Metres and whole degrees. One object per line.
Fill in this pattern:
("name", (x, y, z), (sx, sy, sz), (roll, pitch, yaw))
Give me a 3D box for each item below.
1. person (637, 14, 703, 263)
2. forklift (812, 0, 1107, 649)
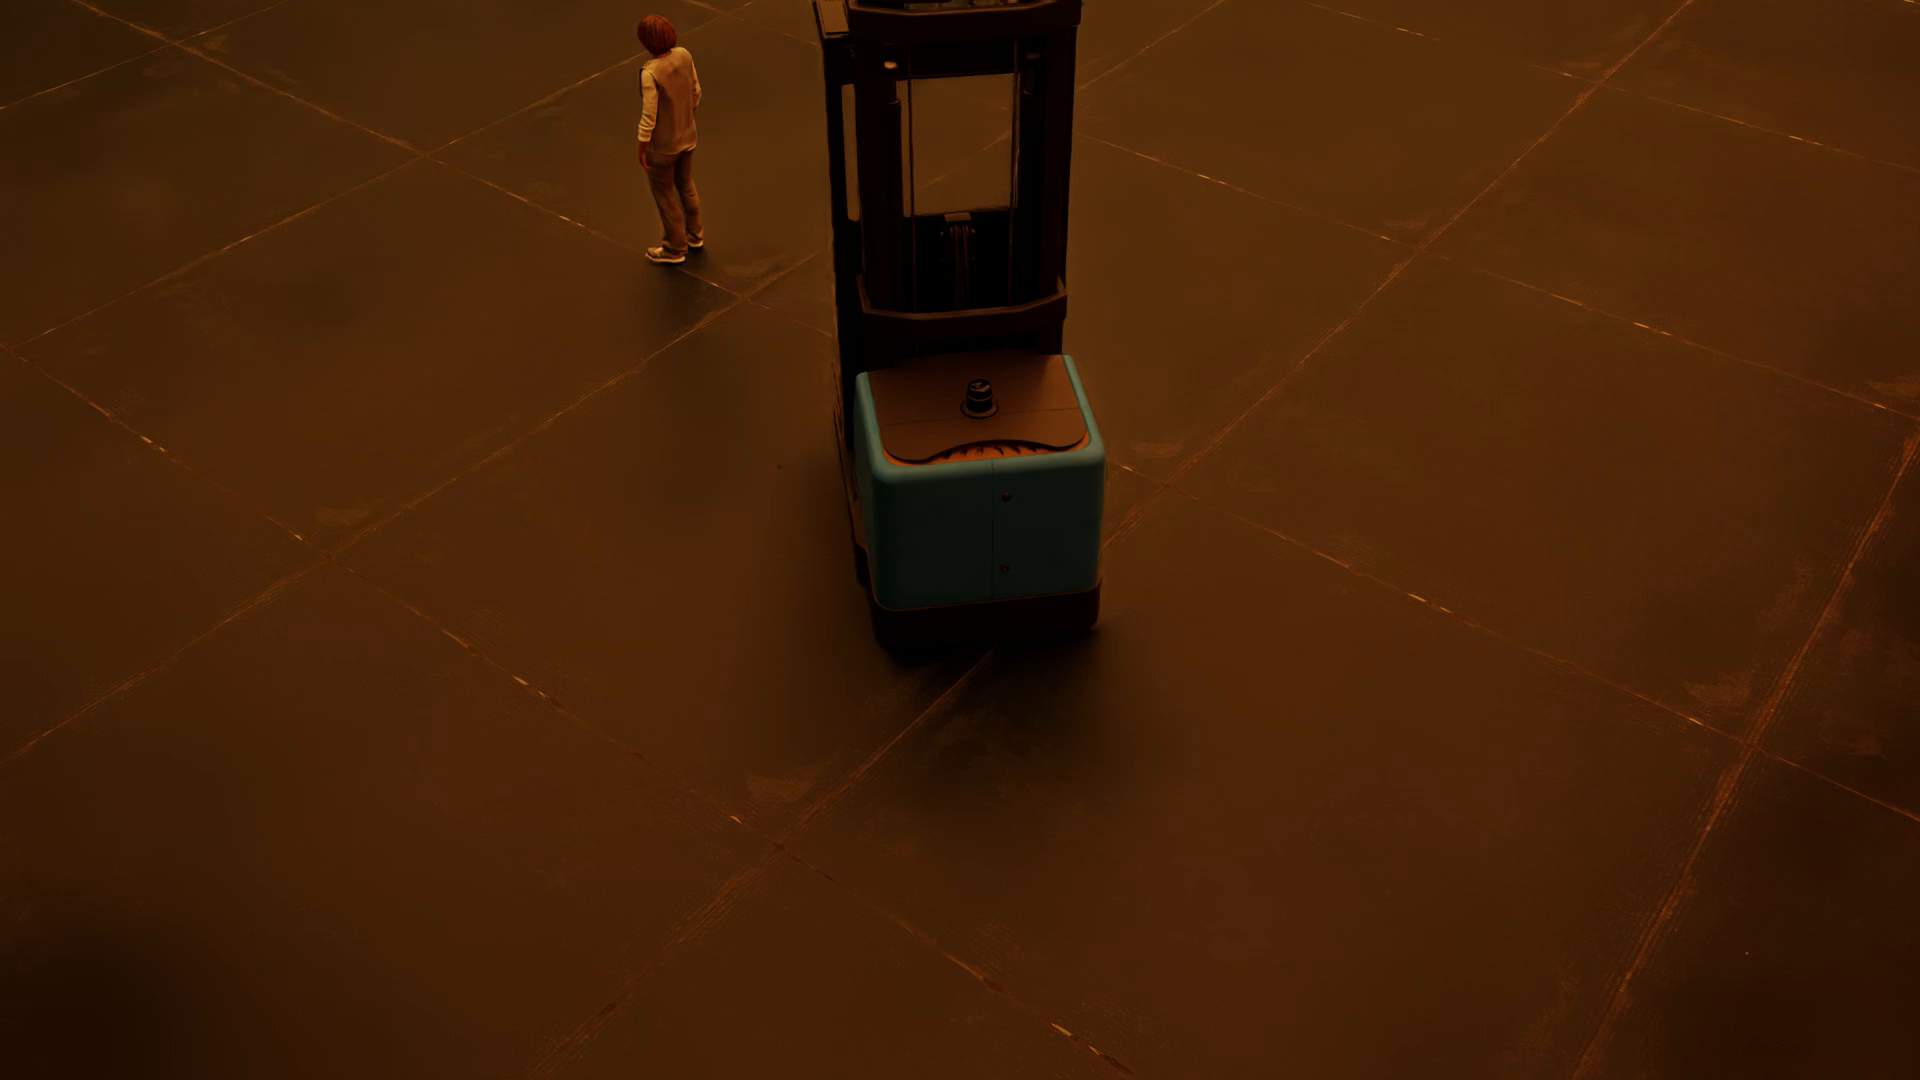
("person", (-1.770, -2.379, 9.897), (0.428, 1.611, 0.498), (25, 46, 26))
("forklift", (-0.081, -1.571, 7.917), (1.130, 2.935, 3.031), (-6, 41, -7))
